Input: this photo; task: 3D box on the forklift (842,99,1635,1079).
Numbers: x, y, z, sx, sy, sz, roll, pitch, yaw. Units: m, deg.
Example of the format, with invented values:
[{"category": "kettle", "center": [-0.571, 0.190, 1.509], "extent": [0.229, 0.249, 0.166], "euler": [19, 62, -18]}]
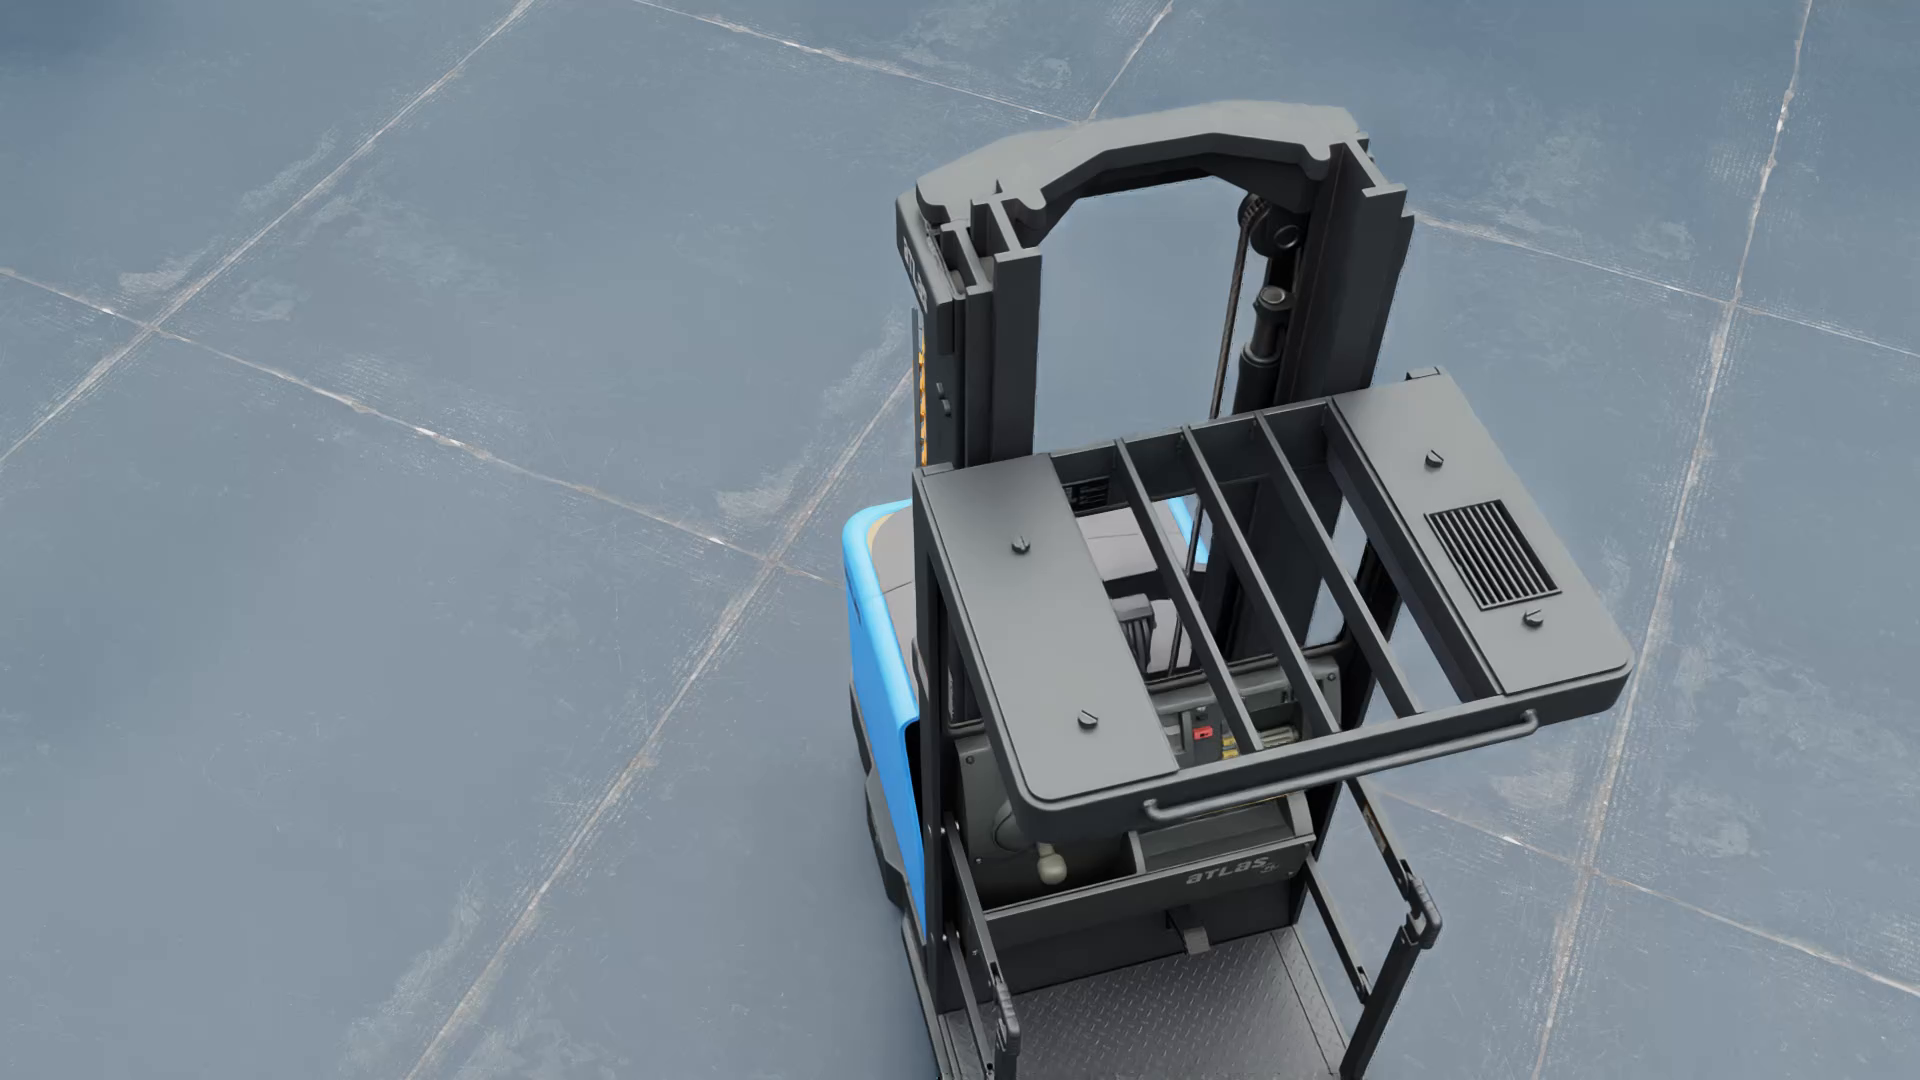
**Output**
[{"category": "forklift", "center": [0.512, 0.652, 3.771], "extent": [1.130, 2.935, 3.031], "euler": [-12, 51, -10]}]

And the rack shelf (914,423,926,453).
[{"category": "rack shelf", "center": [-0.006, -0.350, 5.818], "extent": [0.258, 0.103, 0.180], "euler": [20, 52, 16]}]

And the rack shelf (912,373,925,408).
[{"category": "rack shelf", "center": [-0.006, -0.506, 5.636], "extent": [0.258, 0.103, 0.180], "euler": [20, 52, 16]}]

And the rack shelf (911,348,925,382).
[{"category": "rack shelf", "center": [-0.006, -0.583, 5.544], "extent": [0.258, 0.103, 0.180], "euler": [20, 52, 16]}]

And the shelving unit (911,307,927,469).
[{"category": "shelving unit", "center": [-0.006, -0.379, 5.785], "extent": [0.258, 1.200, 0.189], "euler": [20, 52, 16]}]

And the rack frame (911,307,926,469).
[{"category": "rack frame", "center": [-0.045, -0.316, 5.731], "extent": [0.240, 1.200, 0.006], "euler": [20, 52, 16]}]

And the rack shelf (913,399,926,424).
[{"category": "rack shelf", "center": [-0.006, -0.428, 5.727], "extent": [0.258, 0.103, 0.180], "euler": [20, 52, 16]}]

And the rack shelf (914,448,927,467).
[{"category": "rack shelf", "center": [-0.006, -0.272, 5.910], "extent": [0.258, 0.103, 0.180], "euler": [20, 52, 16]}]
